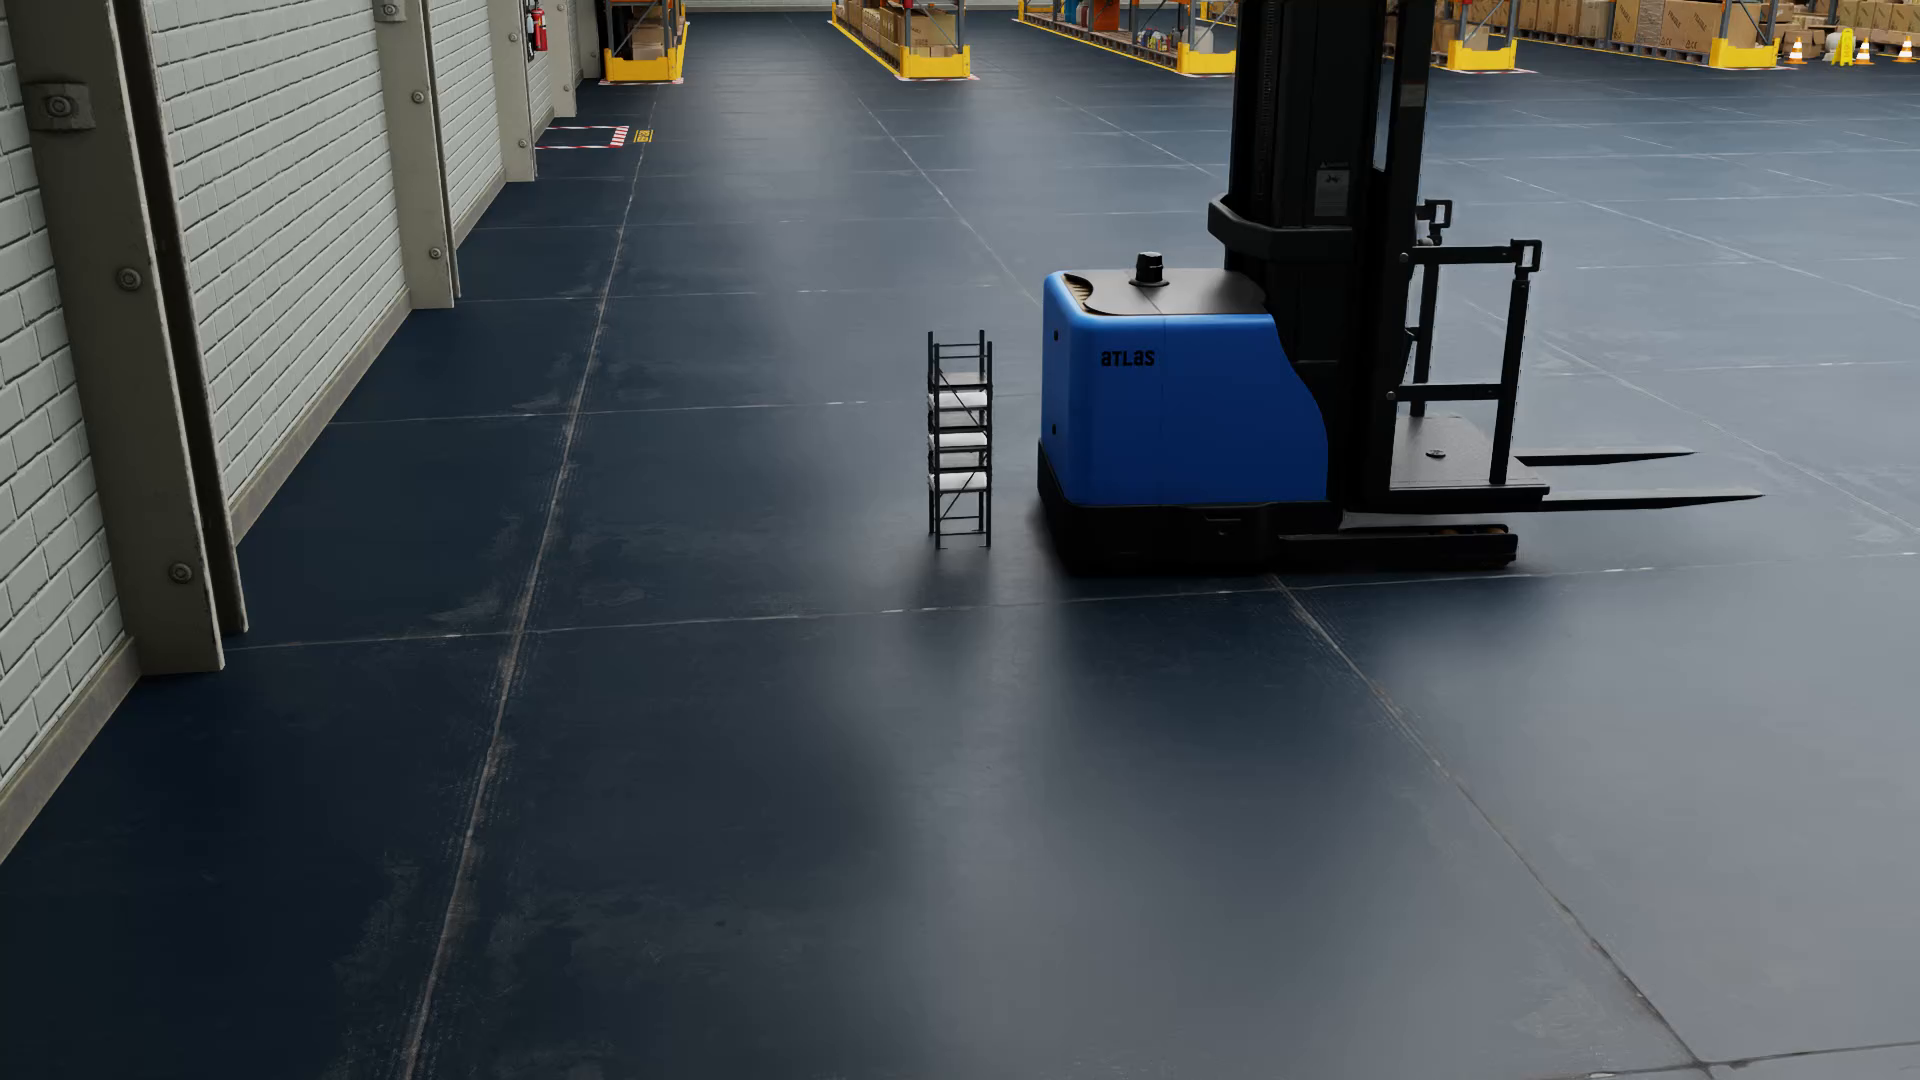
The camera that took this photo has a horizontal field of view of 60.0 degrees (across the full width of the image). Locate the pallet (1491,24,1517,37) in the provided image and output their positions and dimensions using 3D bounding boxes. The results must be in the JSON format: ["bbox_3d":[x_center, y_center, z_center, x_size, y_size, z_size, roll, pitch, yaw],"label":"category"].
[{"bbox_3d":[13.029,-11.808,38.529,1.003,0.211,1.213,-3,21,-8],"label":"pallet"}]

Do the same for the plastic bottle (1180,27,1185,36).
[{"bbox_3d":[4.299,-9.684,32.014,0.144,0.351,0.185,-4,21,-10],"label":"plastic bottle"}]

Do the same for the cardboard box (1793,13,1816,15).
[{"bbox_3d":[18.314,-11.380,36.553,0.950,0.372,0.625,-2,21,-6],"label":"cardboard box"}]

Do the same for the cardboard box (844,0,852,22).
[{"bbox_3d":[-2.525,-12.733,39.964,0.500,0.500,0.500,-3,21,-8],"label":"cardboard box"}]

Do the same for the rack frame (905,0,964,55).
[{"bbox_3d":[-0.432,-9.360,27.990,1.000,3.000,0.127,-3,21,-8],"label":"rack frame"}]

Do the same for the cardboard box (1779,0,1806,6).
[{"bbox_3d":[22.011,-14.301,44.192,0.700,0.500,0.500,-4,21,-10],"label":"cardboard box"}]

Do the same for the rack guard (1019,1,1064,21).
[{"bbox_3d":[2.147,-13.985,43.945,1.175,0.500,0.348,-3,21,-8],"label":"rack guard"}]

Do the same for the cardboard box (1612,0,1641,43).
[{"bbox_3d":[13.739,-10.439,33.314,0.875,0.875,0.875,-3,21,-7],"label":"cardboard box"}]

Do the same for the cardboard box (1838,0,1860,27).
[{"bbox_3d":[18.419,-10.785,34.063,0.500,0.500,0.500,-2,21,-5],"label":"cardboard box"}]

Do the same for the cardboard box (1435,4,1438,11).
[{"bbox_3d":[12.153,-13.415,41.896,0.380,0.149,0.250,-4,21,-10],"label":"cardboard box"}]

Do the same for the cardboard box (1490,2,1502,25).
[{"bbox_3d":[12.716,-12.264,38.737,0.500,0.500,0.500,-2,21,-6],"label":"cardboard box"}]

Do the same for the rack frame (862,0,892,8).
[{"bbox_3d":[-1.586,-12.130,35.406,1.000,3.000,0.127,-3,21,-8],"label":"rack frame"}]

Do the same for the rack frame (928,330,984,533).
[{"bbox_3d":[-0.016,-0.460,7.160,0.240,0.900,0.006,-3,21,-8],"label":"rack frame"}]

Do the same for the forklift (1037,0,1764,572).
[{"bbox_3d":[1.898,-1.433,6.863,3.031,2.935,1.130,-2,21,-4],"label":"forklift"}]

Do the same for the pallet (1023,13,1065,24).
[{"bbox_3d":[2.244,-13.555,43.206,1.003,0.211,1.213,-3,21,-8],"label":"pallet"}]

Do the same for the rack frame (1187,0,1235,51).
[{"bbox_3d":[4.470,-9.609,28.655,1.000,3.000,0.127,-3,21,-8],"label":"rack frame"}]

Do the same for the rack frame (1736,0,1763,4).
[{"bbox_3d":[18.024,-13.128,38.078,1.000,3.000,0.127,-3,21,-8],"label":"rack frame"}]

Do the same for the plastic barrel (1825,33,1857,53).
[{"bbox_3d":[17.382,-9.790,32.823,0.512,0.421,0.421,12,24,30],"label":"plastic barrel"}]

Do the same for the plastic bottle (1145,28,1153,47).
[{"bbox_3d":[3.626,-9.593,31.771,0.144,0.351,0.185,-4,21,-10],"label":"plastic bottle"}]

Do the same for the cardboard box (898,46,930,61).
[{"bbox_3d":[-0.802,-8.439,28.855,0.500,0.250,0.500,-3,21,-8],"label":"cardboard box"}]

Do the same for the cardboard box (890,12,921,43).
[{"bbox_3d":[-0.963,-9.136,29.648,0.500,0.500,0.500,-3,21,-8],"label":"cardboard box"}]

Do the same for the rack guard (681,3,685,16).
[{"bbox_3d":[-7.644,-13.486,42.609,1.175,0.500,0.348,-3,21,-8],"label":"rack guard"}]

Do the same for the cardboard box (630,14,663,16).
[{"bbox_3d":[-6.273,-10.312,33.484,0.700,0.500,0.500,-3,21,-8],"label":"cardboard box"}]

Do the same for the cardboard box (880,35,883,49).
[{"bbox_3d":[-1.242,-9.478,31.635,0.500,0.250,0.500,-3,21,-8],"label":"cardboard box"}]

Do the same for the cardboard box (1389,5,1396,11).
[{"bbox_3d":[11.746,-14.277,44.629,0.380,0.149,0.250,-2,21,-7],"label":"cardboard box"}]

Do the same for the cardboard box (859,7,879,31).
[{"bbox_3d":[-1.953,-11.477,36.602,0.500,0.500,0.500,-2,21,-6],"label":"cardboard box"}]

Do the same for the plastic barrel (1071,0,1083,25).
[{"bbox_3d":[2.904,-12.543,38.910,0.600,0.901,0.708,-3,21,-8],"label":"plastic barrel"}]

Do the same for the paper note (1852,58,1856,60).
[{"bbox_3d":[17.071,-9.194,31.789,0.148,0.019,0.142,-11,23,-26],"label":"paper note"}]

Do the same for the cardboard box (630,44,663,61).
[{"bbox_3d":[-5.344,-8.300,28.365,0.500,0.311,0.500,-5,21,-14],"label":"cardboard box"}]

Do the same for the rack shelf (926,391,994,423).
[{"bbox_3d":[-0.001,-0.562,7.015,0.258,0.077,0.200,-3,21,-8],"label":"rack shelf"}]

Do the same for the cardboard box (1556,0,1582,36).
[{"bbox_3d":[13.403,-11.146,35.387,1.050,0.750,0.750,-3,21,-8],"label":"cardboard box"}]

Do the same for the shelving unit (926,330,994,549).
[{"bbox_3d":[-0.001,-0.424,7.066,0.258,0.900,0.210,-3,21,-8],"label":"shelving unit"}]

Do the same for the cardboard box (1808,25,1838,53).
[{"bbox_3d":[17.409,-10.134,33.630,0.500,0.500,0.500,12,24,30],"label":"cardboard box"}]

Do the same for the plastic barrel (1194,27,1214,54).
[{"bbox_3d":[4.299,-8.864,29.617,0.421,0.512,0.421,0,20,0],"label":"plastic barrel"}]

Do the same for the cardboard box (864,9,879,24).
[{"bbox_3d":[-1.717,-10.924,34.704,0.500,0.311,0.500,-3,21,-9],"label":"cardboard box"}]

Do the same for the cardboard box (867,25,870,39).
[{"bbox_3d":[-1.646,-10.489,34.341,0.500,0.250,0.500,-3,21,-9],"label":"cardboard box"}]

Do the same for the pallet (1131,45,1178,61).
[{"bbox_3d":[3.949,-9.453,32.223,1.003,0.211,1.213,-3,21,-8],"label":"pallet"}]

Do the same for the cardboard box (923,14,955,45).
[{"bbox_3d":[-0.364,-8.990,29.257,0.500,0.500,0.500,-3,21,-8],"label":"cardboard box"}]

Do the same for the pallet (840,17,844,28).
[{"bbox_3d":[-2.439,-12.870,41.372,1.003,0.211,1.213,-3,21,-8],"label":"pallet"}]

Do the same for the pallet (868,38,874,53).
[{"bbox_3d":[-1.333,-10.115,33.997,1.003,0.211,1.213,-3,21,-8],"label":"pallet"}]

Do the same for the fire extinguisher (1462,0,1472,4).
[{"bbox_3d":[8.931,-9.759,29.169,0.296,0.674,0.183,-3,21,-8],"label":"fire extinguisher"}]

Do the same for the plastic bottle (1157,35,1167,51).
[{"bbox_3d":[3.762,-9.241,30.936,0.152,0.276,0.135,-3,21,-7],"label":"plastic bottle"}]

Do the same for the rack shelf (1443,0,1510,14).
[{"bbox_3d":[9.083,-10.214,31.304,1.077,0.370,4.000,-3,21,-8],"label":"rack shelf"}]

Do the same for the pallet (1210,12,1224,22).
[{"bbox_3d":[7.257,-13.819,43.914,1.003,0.211,1.213,-3,21,-8],"label":"pallet"}]

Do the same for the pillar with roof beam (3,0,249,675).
[{"bbox_3d":[1.429,-4.026,5.133,9.100,9.000,0.400,-3,21,-8],"label":"pillar with roof beam"}]

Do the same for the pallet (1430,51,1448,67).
[{"bbox_3d":[9.278,-8.861,30.640,1.003,0.211,1.213,-3,21,-8],"label":"pallet"}]

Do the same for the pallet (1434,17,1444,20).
[{"bbox_3d":[12.432,-13.153,42.130,1.003,0.211,1.213,-3,21,-8],"label":"pallet"}]

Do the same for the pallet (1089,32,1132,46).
[{"bbox_3d":[3.390,-10.802,35.836,1.003,0.211,1.213,-3,21,-8],"label":"pallet"}]

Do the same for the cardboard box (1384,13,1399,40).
[{"bbox_3d":[8.727,-10.492,33.965,0.700,0.500,0.500,-5,21,-12],"label":"cardboard box"}]

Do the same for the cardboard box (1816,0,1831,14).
[{"bbox_3d":[22.206,-13.612,42.345,0.500,0.500,0.500,-2,21,-5],"label":"cardboard box"}]
